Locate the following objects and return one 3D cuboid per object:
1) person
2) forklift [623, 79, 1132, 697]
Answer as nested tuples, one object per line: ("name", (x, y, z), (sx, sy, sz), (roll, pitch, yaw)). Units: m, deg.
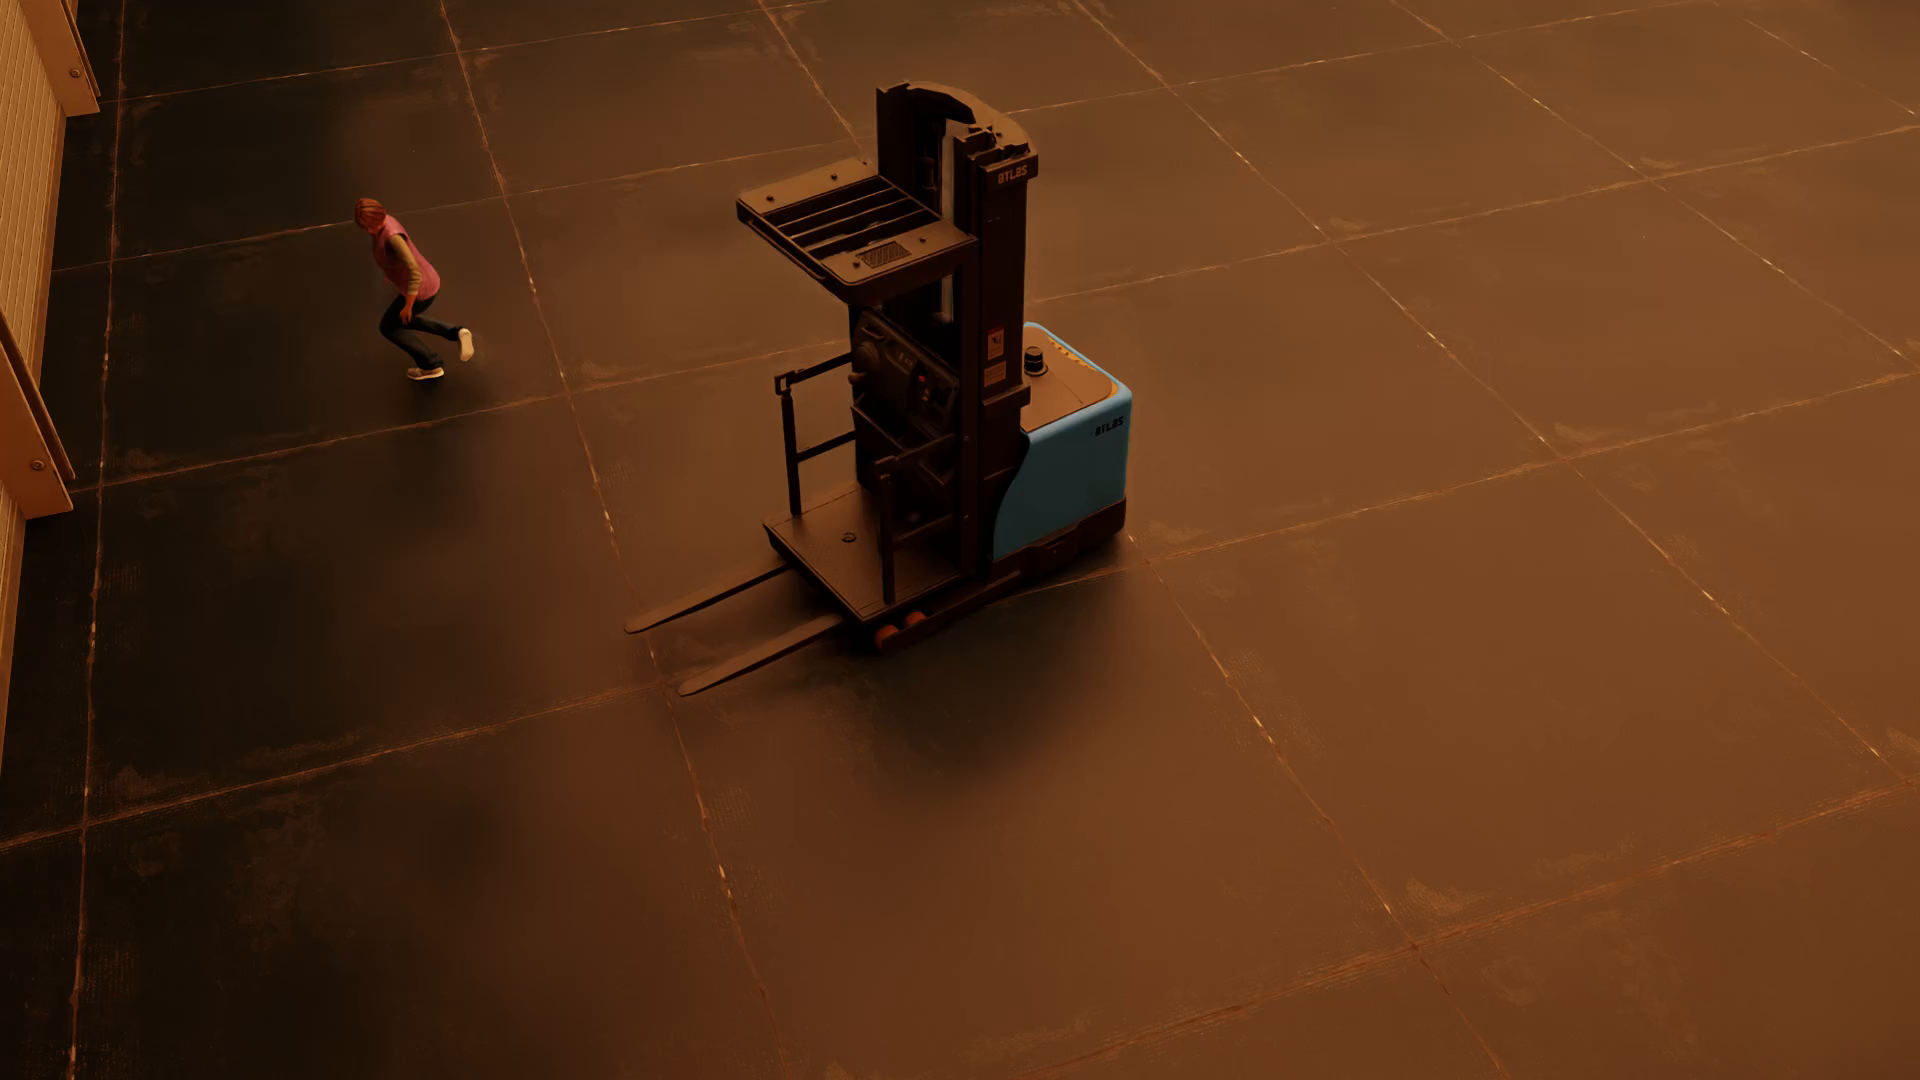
("person", (-3.695, -1.725, 11.263), (0.583, 1.402, 0.692), (-9, 41, -10))
("forklift", (-0.474, -0.858, 9.019), (3.031, 2.935, 1.130), (-25, 46, -27))
